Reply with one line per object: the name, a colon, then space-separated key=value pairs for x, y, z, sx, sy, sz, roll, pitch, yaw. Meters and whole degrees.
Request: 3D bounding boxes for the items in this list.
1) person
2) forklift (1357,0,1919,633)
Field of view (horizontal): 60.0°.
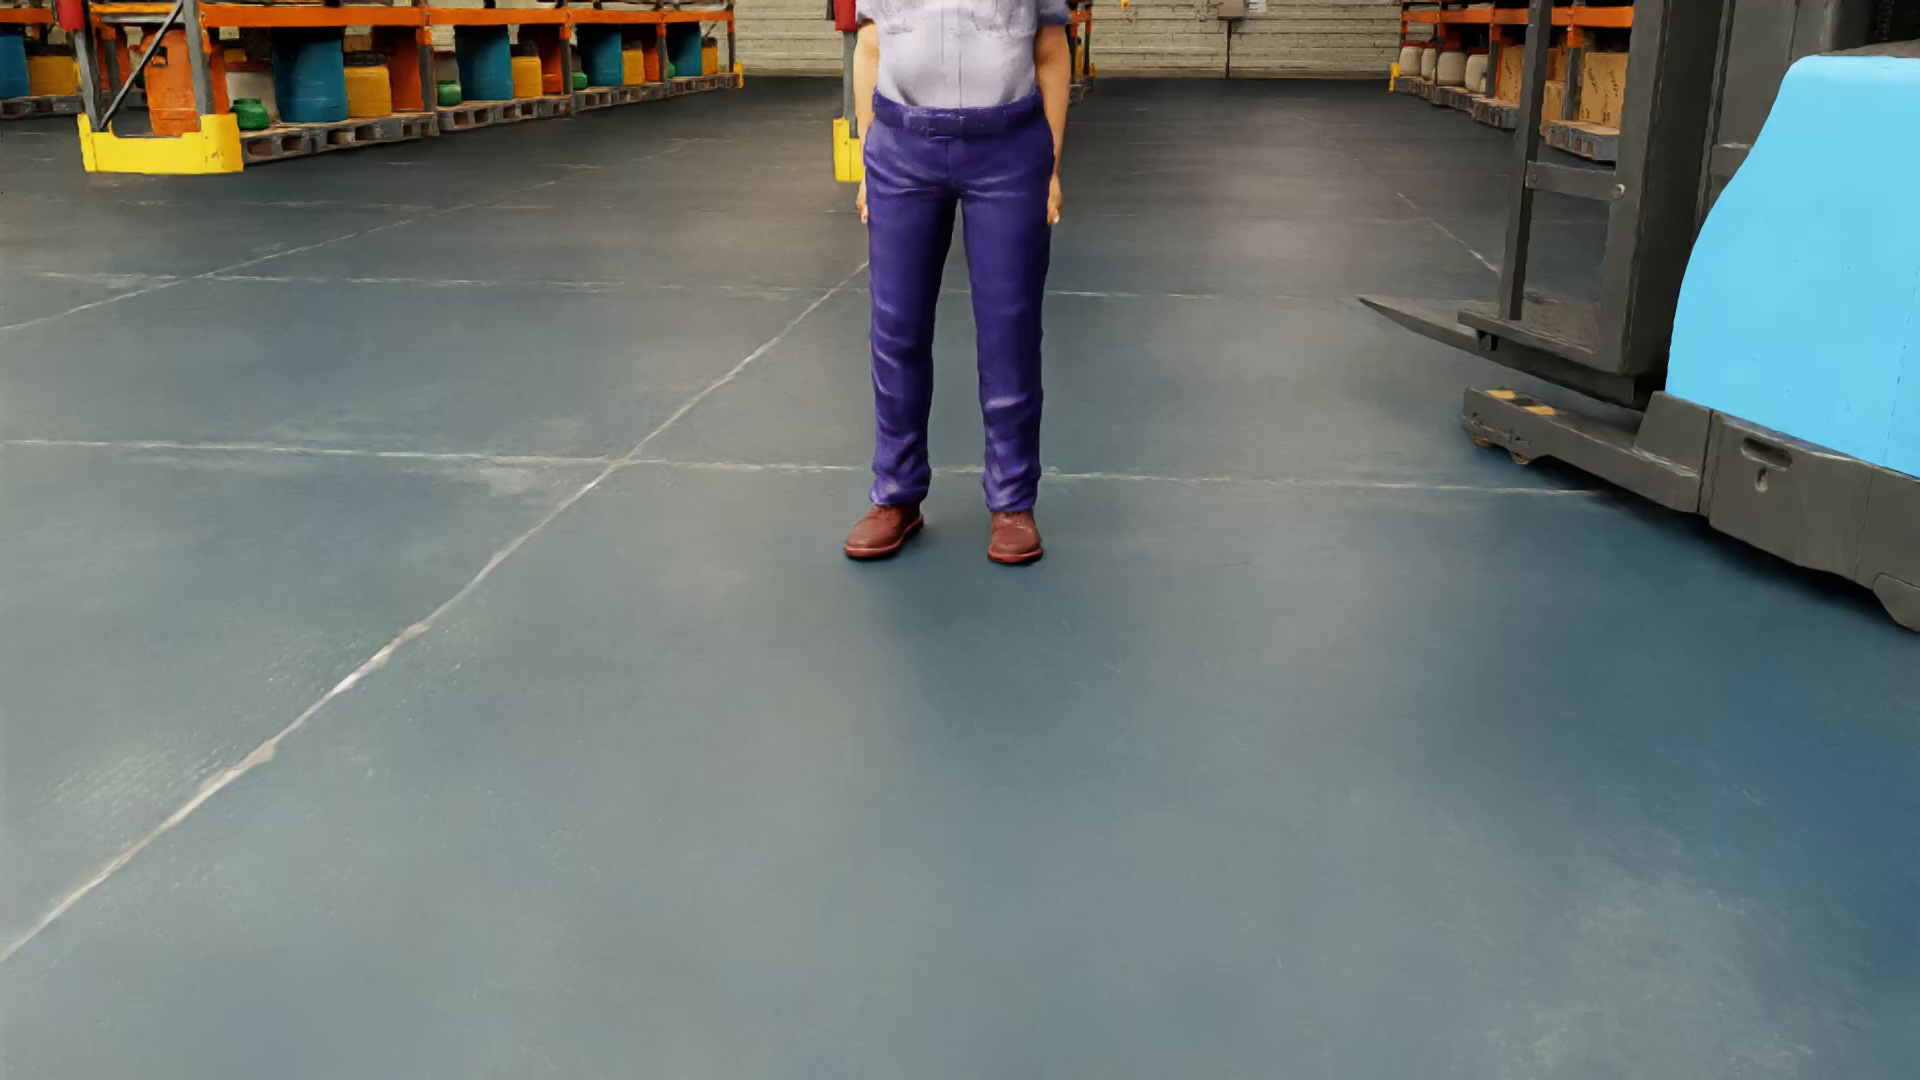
person: x=-0.010 y=-0.780 z=3.565 sx=0.480 sy=1.652 sz=0.349 roll=2 pitch=18 yaw=7
forklift: x=2.041 y=-1.612 z=4.066 sx=1.130 sy=2.935 sz=3.031 roll=-4 pitch=18 yaw=-12
